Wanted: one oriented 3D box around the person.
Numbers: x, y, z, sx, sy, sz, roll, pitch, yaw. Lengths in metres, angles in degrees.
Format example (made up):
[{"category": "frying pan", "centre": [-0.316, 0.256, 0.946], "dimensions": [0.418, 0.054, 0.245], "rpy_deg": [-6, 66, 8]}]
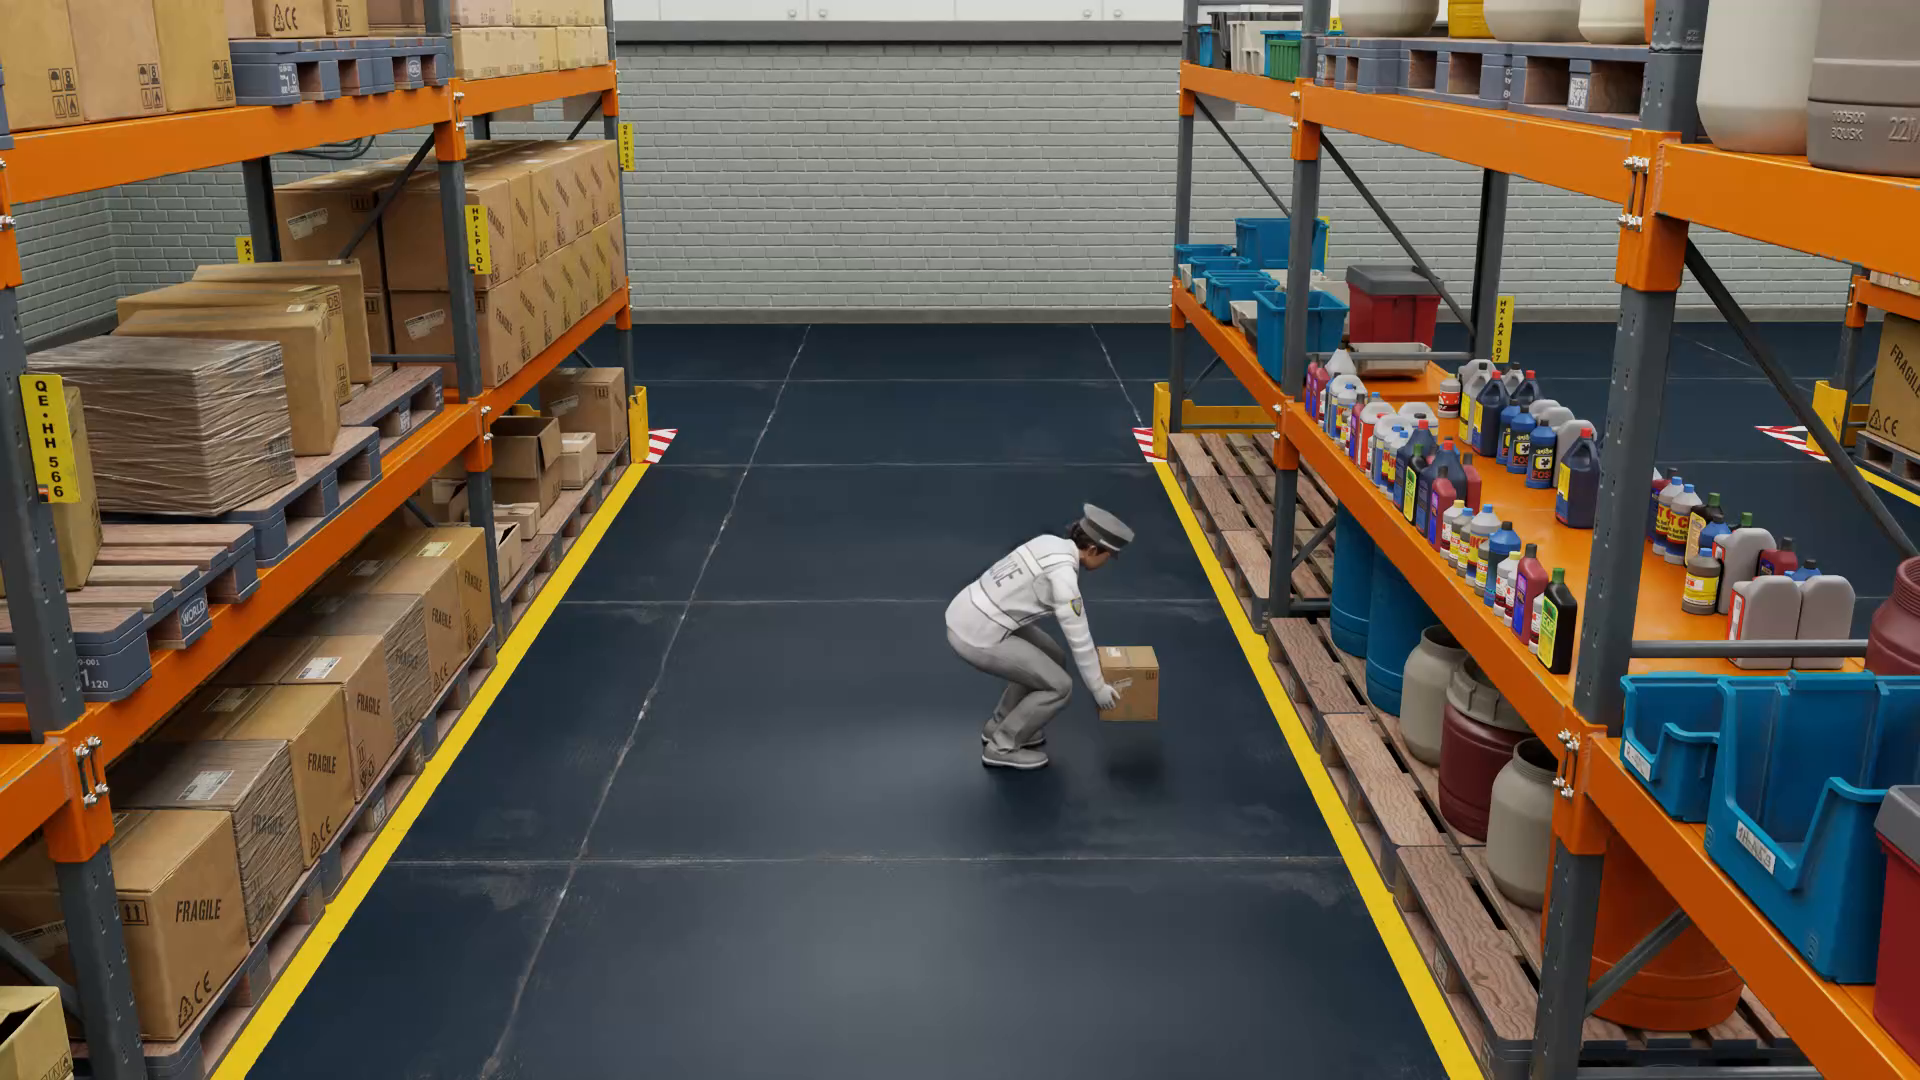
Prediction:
[{"category": "person", "centre": [0.341, 0.399, 7.196], "dimensions": [0.808, 1.116, 0.512], "rpy_deg": [0, 17, -1]}]
